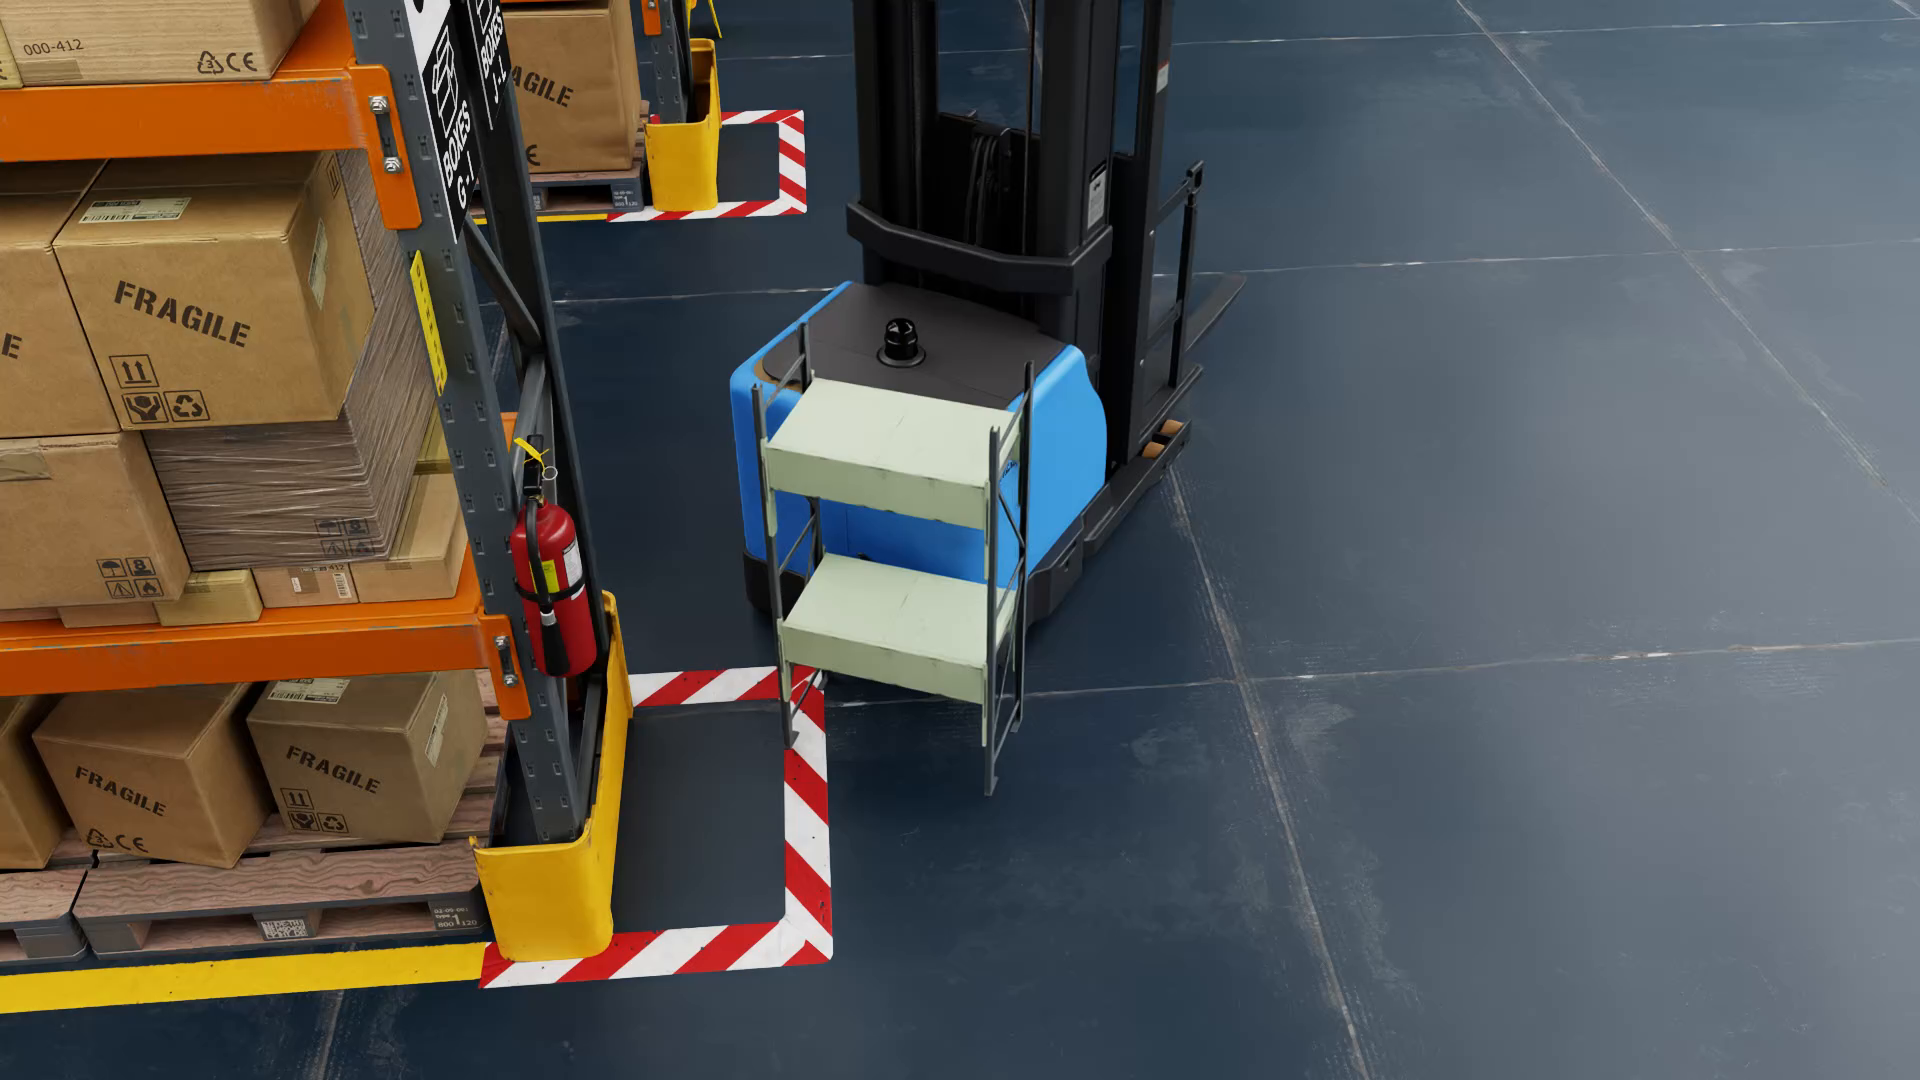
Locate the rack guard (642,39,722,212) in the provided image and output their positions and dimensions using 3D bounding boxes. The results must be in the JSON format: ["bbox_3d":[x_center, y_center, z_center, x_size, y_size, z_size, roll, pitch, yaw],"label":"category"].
[{"bbox_3d":[-1.542,-2.337,9.308,0.348,0.500,1.175,-3,38,-4],"label":"rack guard"}]

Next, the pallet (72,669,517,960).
[{"bbox_3d":[-2.115,0.870,5.476,1.213,0.211,1.003,-3,38,-4],"label":"pallet"}]

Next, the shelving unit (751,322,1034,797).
[{"bbox_3d":[-0.196,0.095,5.418,0.755,1.500,0.431,11,40,14],"label":"shelving unit"}]

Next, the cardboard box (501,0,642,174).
[{"bbox_3d":[-2.235,-2.570,8.962,0.875,0.875,0.875,-3,38,-4],"label":"cardboard box"}]

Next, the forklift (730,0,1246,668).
[{"bbox_3d":[0.344,-1.527,6.319,1.130,2.935,3.031,19,42,23],"label":"forklift"}]

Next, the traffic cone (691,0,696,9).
[{"bbox_3d":[-1.982,-3.884,11.299,0.334,0.463,0.336,-3,38,-4],"label":"traffic cone"}]

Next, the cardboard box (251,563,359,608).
[{"bbox_3d":[-1.742,0.004,4.527,0.250,0.149,0.380,-3,38,-4],"label":"cardboard box"}]

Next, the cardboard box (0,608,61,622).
[{"bbox_3d":[-2.489,0.042,4.479,0.250,0.149,0.380,-3,38,-4],"label":"cardboard box"}]

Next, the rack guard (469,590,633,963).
[{"bbox_3d":[-1.303,0.734,5.416,0.348,0.500,1.175,-3,38,-4],"label":"rack guard"}]

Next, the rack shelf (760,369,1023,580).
[{"bbox_3d":[-0.196,-0.211,5.176,0.720,0.370,0.431,11,40,14],"label":"rack shelf"}]

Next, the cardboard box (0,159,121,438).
[{"bbox_3d":[-2.251,-0.586,3.943,0.500,0.500,0.500,-3,38,-4],"label":"cardboard box"}]

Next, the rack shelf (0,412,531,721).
[{"bbox_3d":[-3.219,0.141,4.731,4.000,0.370,1.077,-3,38,-4],"label":"rack shelf"}]

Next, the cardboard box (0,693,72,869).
[{"bbox_3d":[-3.068,0.666,5.164,0.500,0.500,0.500,0,38,0],"label":"cardboard box"}]

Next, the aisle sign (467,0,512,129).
[{"bbox_3d":[-1.192,-1.460,4.080,0.004,0.787,0.394,-3,38,-4],"label":"aisle sign"}]

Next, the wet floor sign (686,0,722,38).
[{"bbox_3d":[-1.712,-3.616,10.812,0.232,0.644,0.267,-9,39,-12],"label":"wet floor sign"}]

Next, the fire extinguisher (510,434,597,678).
[{"bbox_3d":[-1.072,0.057,4.318,0.183,0.674,0.296,-3,38,-4],"label":"fire extinguisher"}]

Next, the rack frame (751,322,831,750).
[{"bbox_3d":[-0.545,0.027,5.504,0.023,1.500,0.400,11,40,14],"label":"rack frame"}]

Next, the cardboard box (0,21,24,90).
[{"bbox_3d":[-2.182,-1.158,3.495,0.500,0.250,0.500,-3,38,-4],"label":"cardboard box"}]

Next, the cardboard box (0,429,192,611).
[{"bbox_3d":[-2.265,-0.293,4.378,0.500,0.500,0.875,-3,38,-4],"label":"cardboard box"}]

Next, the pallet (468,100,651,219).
[{"bbox_3d":[-2.355,-2.130,9.279,1.213,0.211,1.003,-3,38,-4],"label":"pallet"}]

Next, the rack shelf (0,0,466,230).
[{"bbox_3d":[-3.219,-1.037,3.801,4.000,0.370,1.077,-3,38,-4],"label":"rack shelf"}]

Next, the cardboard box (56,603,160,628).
[{"bbox_3d":[-2.237,0.053,4.464,0.250,0.149,0.380,-3,38,-4],"label":"cardboard box"}]

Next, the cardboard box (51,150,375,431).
[{"bbox_3d":[-1.753,-0.617,3.983,0.500,0.500,0.500,-3,38,-4],"label":"cardboard box"}]

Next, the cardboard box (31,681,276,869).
[{"bbox_3d":[-2.443,0.643,5.192,0.500,0.500,0.500,6,39,8],"label":"cardboard box"}]

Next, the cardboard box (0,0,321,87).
[{"bbox_3d":[-1.685,-1.187,3.532,0.500,0.250,0.500,-2,38,-3],"label":"cardboard box"}]

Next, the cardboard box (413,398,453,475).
[{"bbox_3d":[-1.532,-0.284,4.891,0.250,0.149,0.380,-3,38,-4],"label":"cardboard box"}]

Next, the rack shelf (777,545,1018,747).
[{"bbox_3d":[-0.196,0.351,5.620,0.720,0.370,0.431,11,40,14],"label":"rack shelf"}]

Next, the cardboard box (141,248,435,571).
[{"bbox_3d":[-1.777,-0.394,4.507,0.500,0.500,0.875,-3,38,-4],"label":"cardboard box"}]

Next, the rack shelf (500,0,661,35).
[{"bbox_3d":[-3.558,-2.925,8.616,4.000,0.370,1.077,-3,38,-4],"label":"rack shelf"}]

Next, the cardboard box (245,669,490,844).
[{"bbox_3d":[-1.851,0.589,5.261,0.500,0.500,0.500,4,38,4],"label":"cardboard box"}]

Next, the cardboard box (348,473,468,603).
[{"bbox_3d":[-1.493,-0.010,4.543,0.250,0.149,0.380,-3,38,-4],"label":"cardboard box"}]

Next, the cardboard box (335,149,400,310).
[{"bbox_3d":[-1.799,-0.938,4.389,0.500,0.500,0.500,-3,38,-4],"label":"cardboard box"}]

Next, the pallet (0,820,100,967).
[{"bbox_3d":[-3.328,0.935,5.394,1.213,0.211,1.003,-3,38,-4],"label":"pallet"}]

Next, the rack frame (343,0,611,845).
[{"bbox_3d":[-1.227,-0.251,4.647,0.127,3.000,1.000,-3,38,-4],"label":"rack frame"}]

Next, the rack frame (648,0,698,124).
[{"bbox_3d":[-1.566,-3.317,8.532,0.127,3.000,1.000,-3,38,-4],"label":"rack frame"}]

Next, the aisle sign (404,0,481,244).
[{"bbox_3d":[-1.139,-1.090,3.611,0.004,0.787,0.394,-3,38,-4],"label":"aisle sign"}]

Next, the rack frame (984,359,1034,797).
[{"bbox_3d":[0.153,0.164,5.332,0.023,1.500,0.400,11,40,14],"label":"rack frame"}]

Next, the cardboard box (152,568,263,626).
[{"bbox_3d":[-1.986,0.049,4.469,0.250,0.149,0.380,-3,38,-4],"label":"cardboard box"}]

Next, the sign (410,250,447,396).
[{"bbox_3d":[-1.198,-0.486,3.755,0.005,0.325,0.100,-3,38,-4],"label":"sign"}]
